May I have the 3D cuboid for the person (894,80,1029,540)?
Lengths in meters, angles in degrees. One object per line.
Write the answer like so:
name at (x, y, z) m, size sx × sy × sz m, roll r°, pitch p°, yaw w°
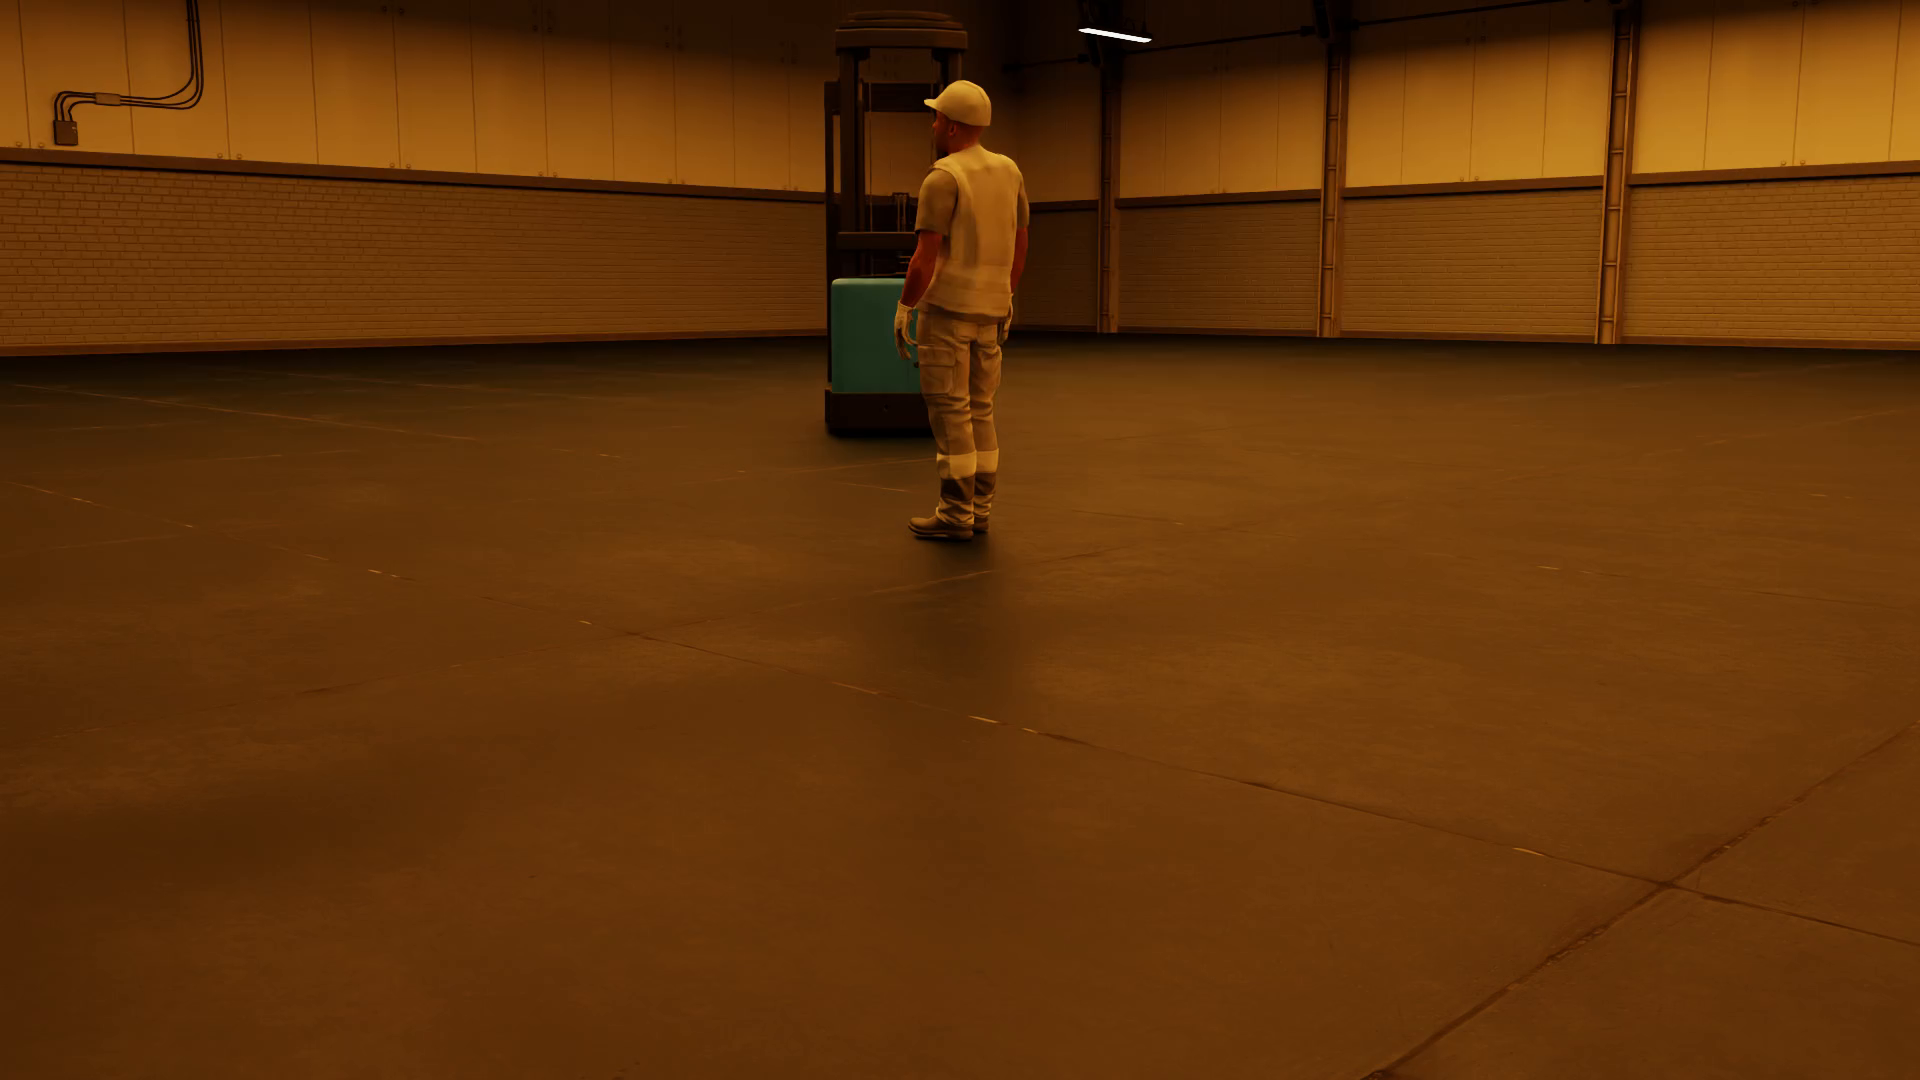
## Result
person at (-0.049, -0.902, 6.647) m, size 0.563 × 1.788 × 0.637 m, roll 8°, pitch 12°, yaw 43°

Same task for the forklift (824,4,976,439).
forklift at (-0.446, -2.317, 12.265) m, size 1.130 × 2.935 × 3.031 m, roll -1°, pitch 9°, yaw -5°
